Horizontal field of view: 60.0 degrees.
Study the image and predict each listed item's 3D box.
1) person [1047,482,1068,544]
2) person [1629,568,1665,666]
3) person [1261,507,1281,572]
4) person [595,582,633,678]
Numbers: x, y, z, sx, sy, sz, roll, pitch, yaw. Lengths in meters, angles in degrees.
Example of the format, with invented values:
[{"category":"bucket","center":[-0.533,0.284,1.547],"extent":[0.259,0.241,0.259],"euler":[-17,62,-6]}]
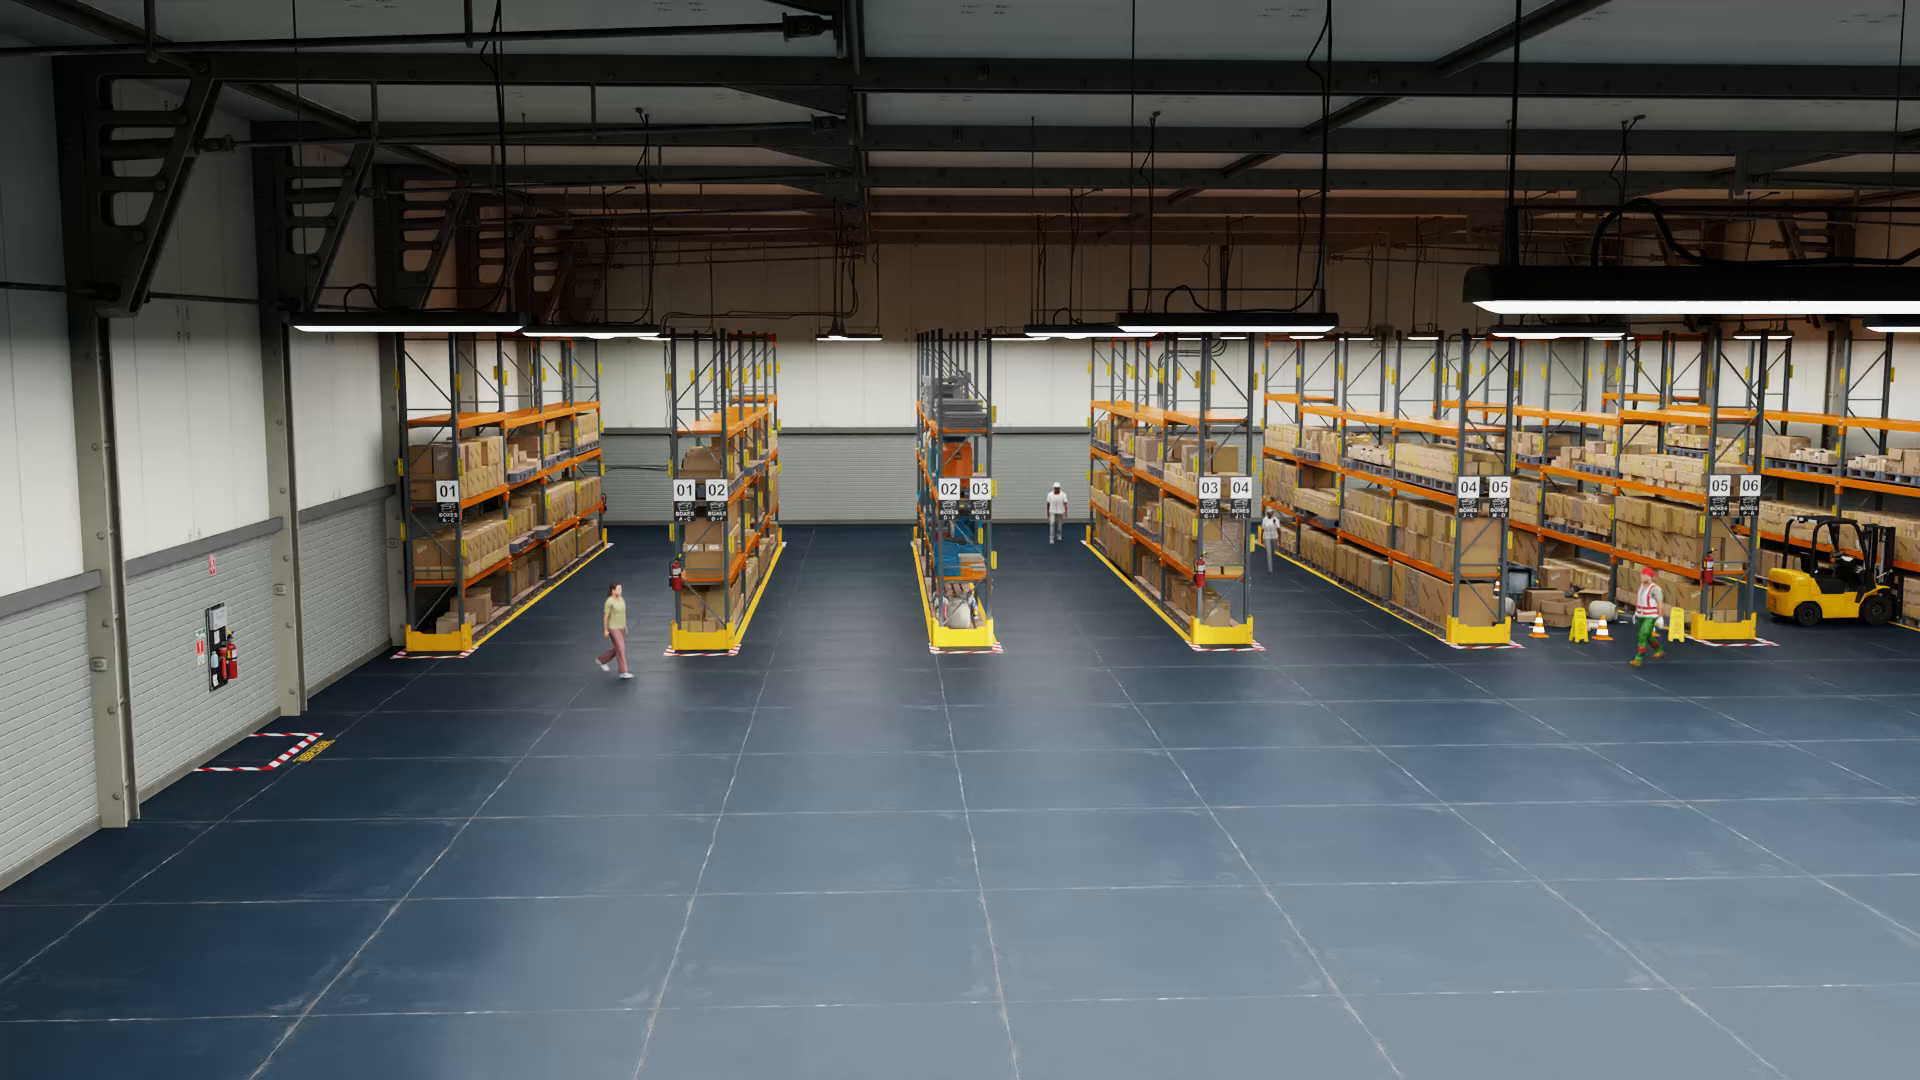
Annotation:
[{"category":"person","center":[2.796,-0.799,47.903],"extent":[0.614,1.724,1.005],"euler":[1,7,6]},{"category":"person","center":[12.298,1.361,29.658],"extent":[1.051,1.749,0.552],"euler":[-3,8,-27]},{"category":"person","center":[7.846,-0.033,41.860],"extent":[0.427,1.630,1.016],"euler":[-1,7,-7]},{"category":"person","center":[-5.950,1.527,28.687],"extent":[0.888,1.640,0.494],"euler":[3,7,26]}]
